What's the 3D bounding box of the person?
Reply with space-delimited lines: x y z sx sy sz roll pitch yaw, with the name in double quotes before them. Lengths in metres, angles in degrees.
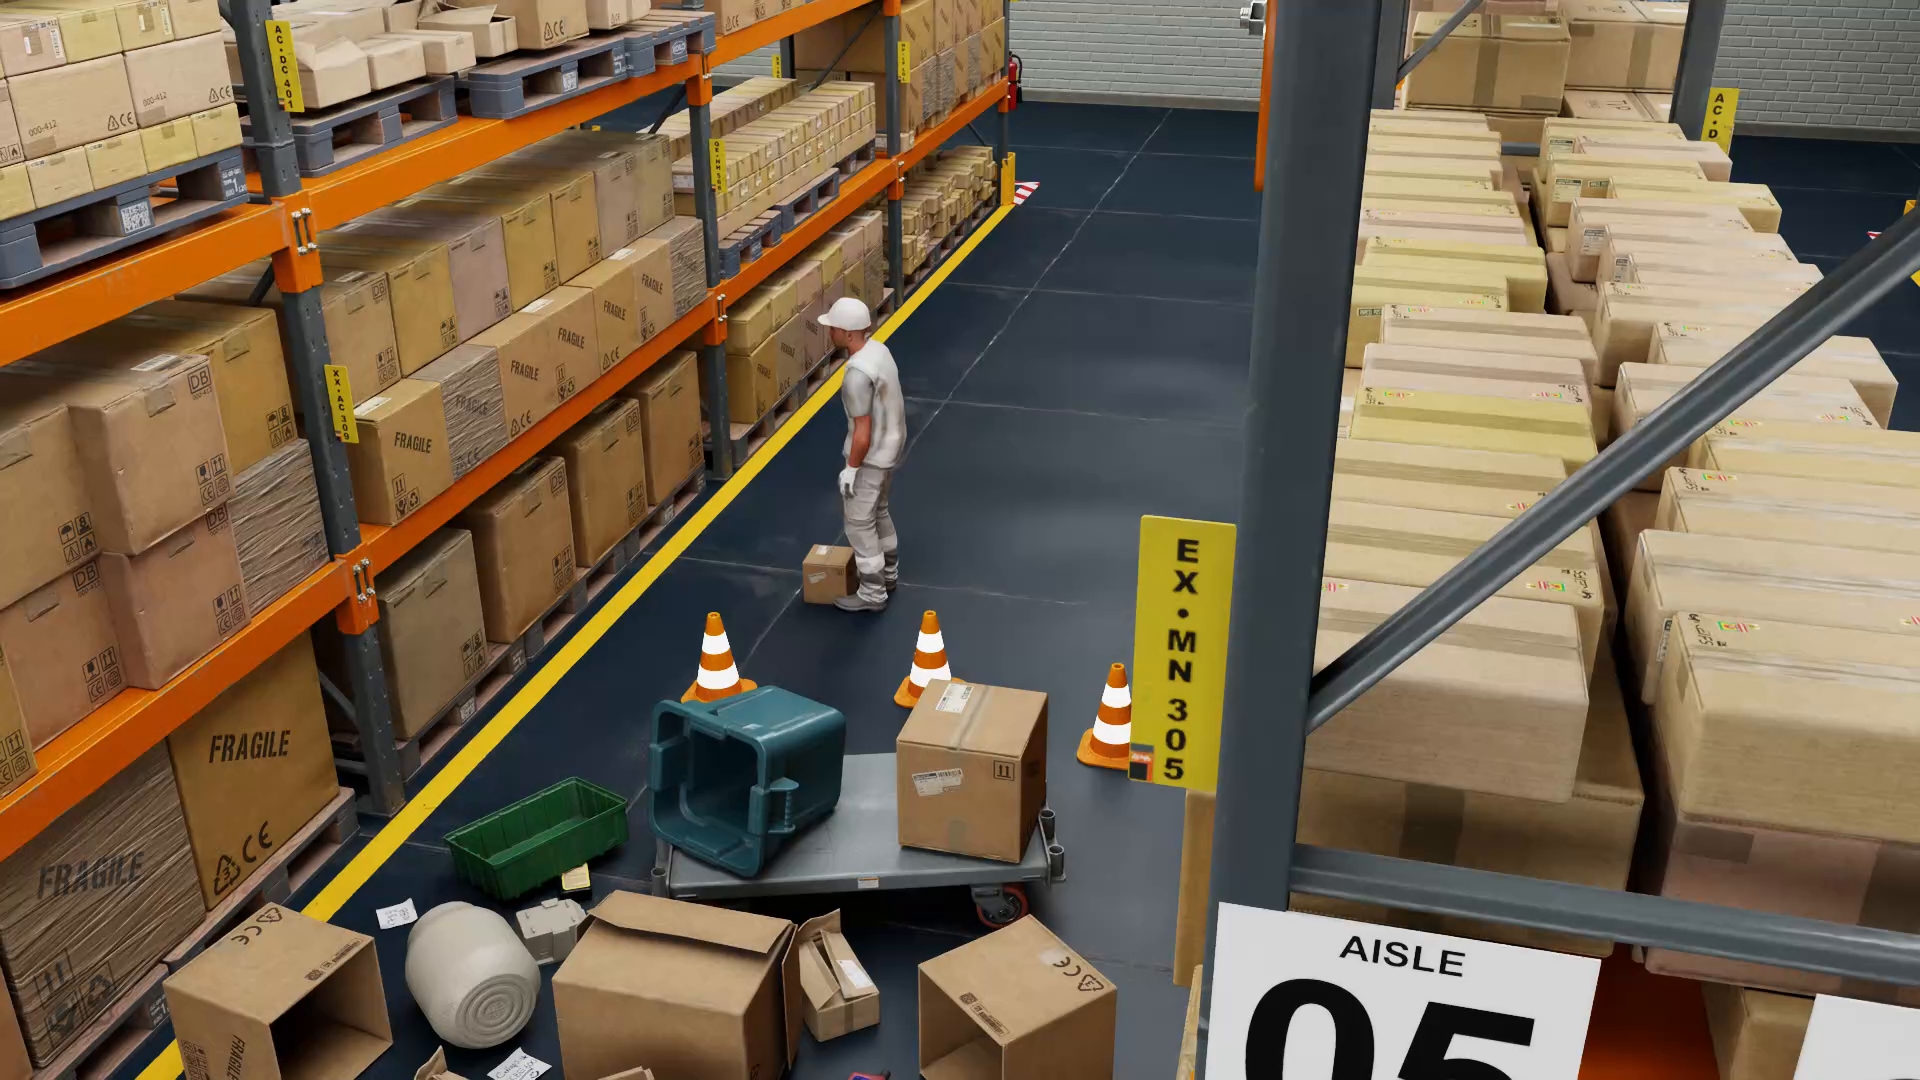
"person" -0.523 -0.462 9.076 0.446 1.780 0.620 5 26 10
